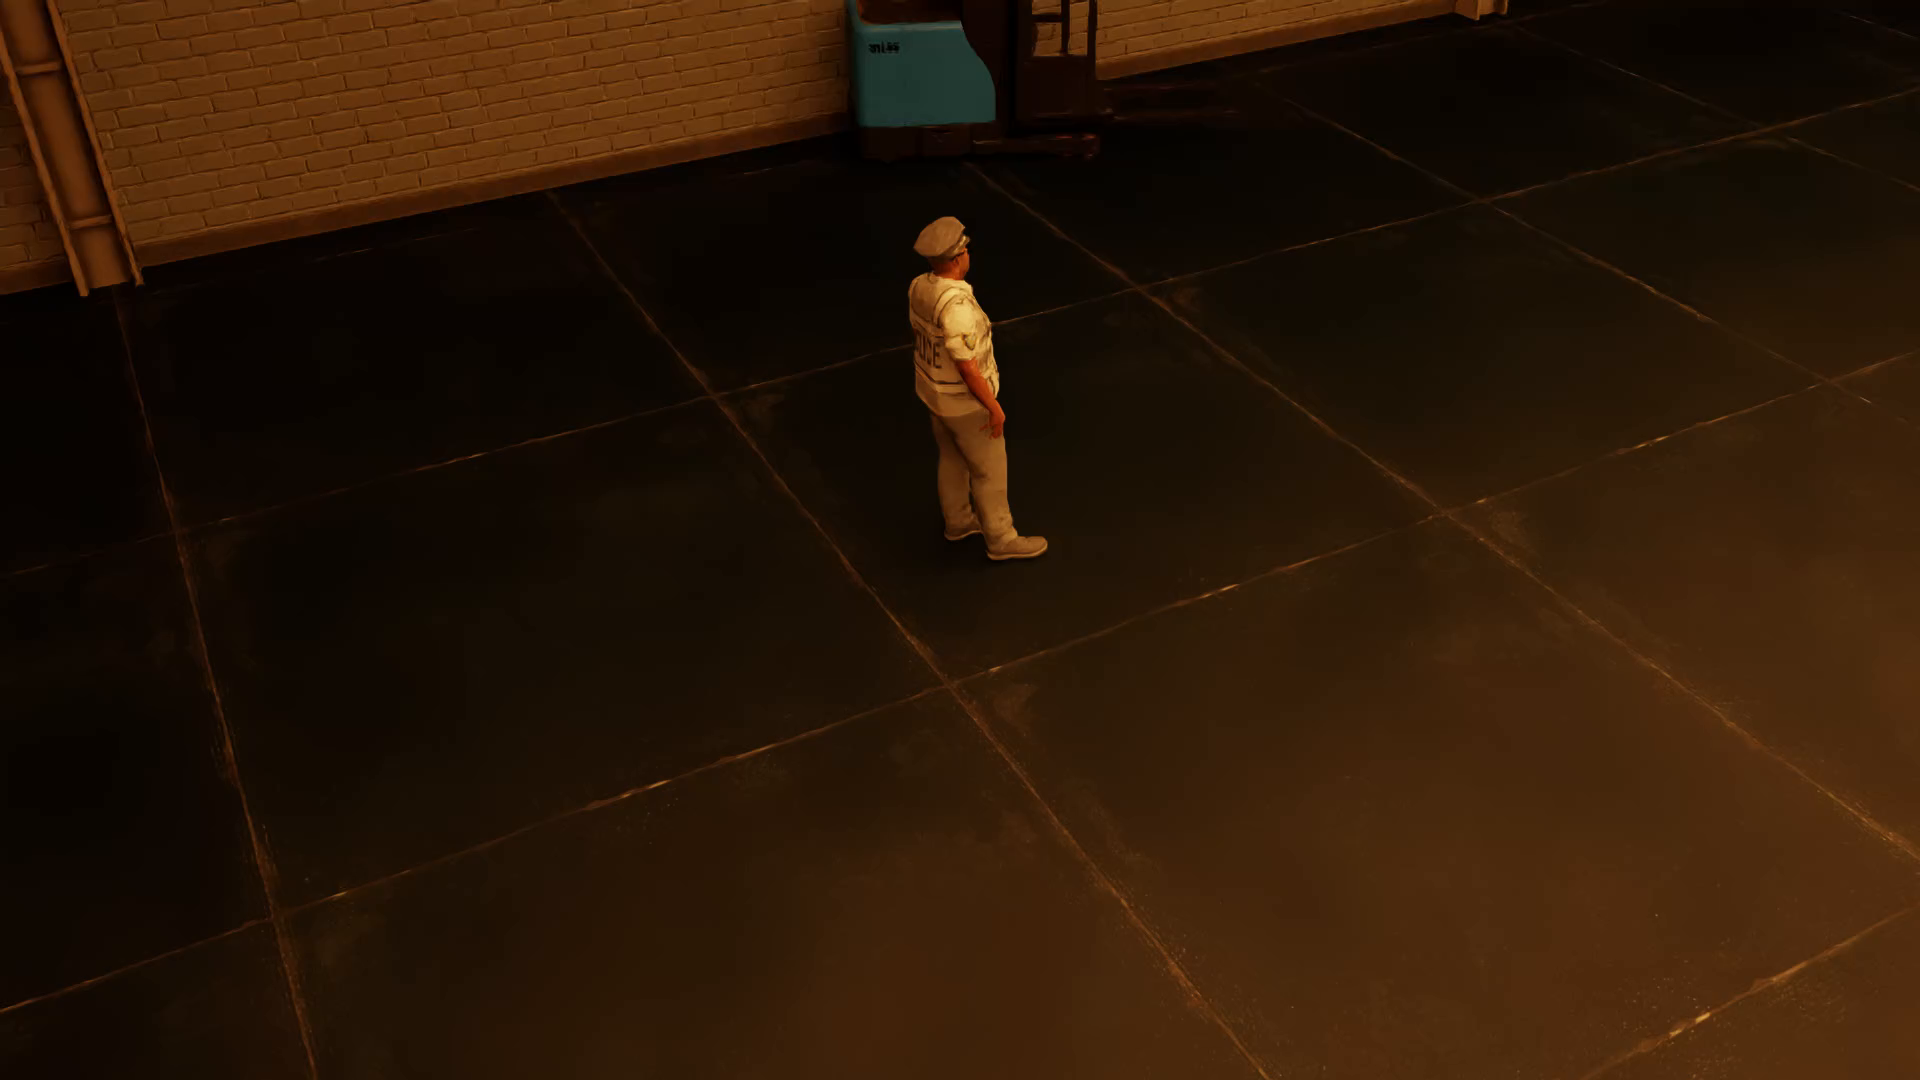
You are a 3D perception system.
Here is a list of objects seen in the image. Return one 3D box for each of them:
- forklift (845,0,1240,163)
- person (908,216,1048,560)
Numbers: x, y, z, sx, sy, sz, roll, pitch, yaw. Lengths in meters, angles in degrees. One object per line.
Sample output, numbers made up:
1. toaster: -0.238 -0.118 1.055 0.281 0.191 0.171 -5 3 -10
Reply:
1. forklift: 0.649 -4.451 12.420 3.031 2.935 1.130 -5 36 -7
2. person: 0.074 -0.749 8.165 0.574 1.781 0.640 -17 39 -23
